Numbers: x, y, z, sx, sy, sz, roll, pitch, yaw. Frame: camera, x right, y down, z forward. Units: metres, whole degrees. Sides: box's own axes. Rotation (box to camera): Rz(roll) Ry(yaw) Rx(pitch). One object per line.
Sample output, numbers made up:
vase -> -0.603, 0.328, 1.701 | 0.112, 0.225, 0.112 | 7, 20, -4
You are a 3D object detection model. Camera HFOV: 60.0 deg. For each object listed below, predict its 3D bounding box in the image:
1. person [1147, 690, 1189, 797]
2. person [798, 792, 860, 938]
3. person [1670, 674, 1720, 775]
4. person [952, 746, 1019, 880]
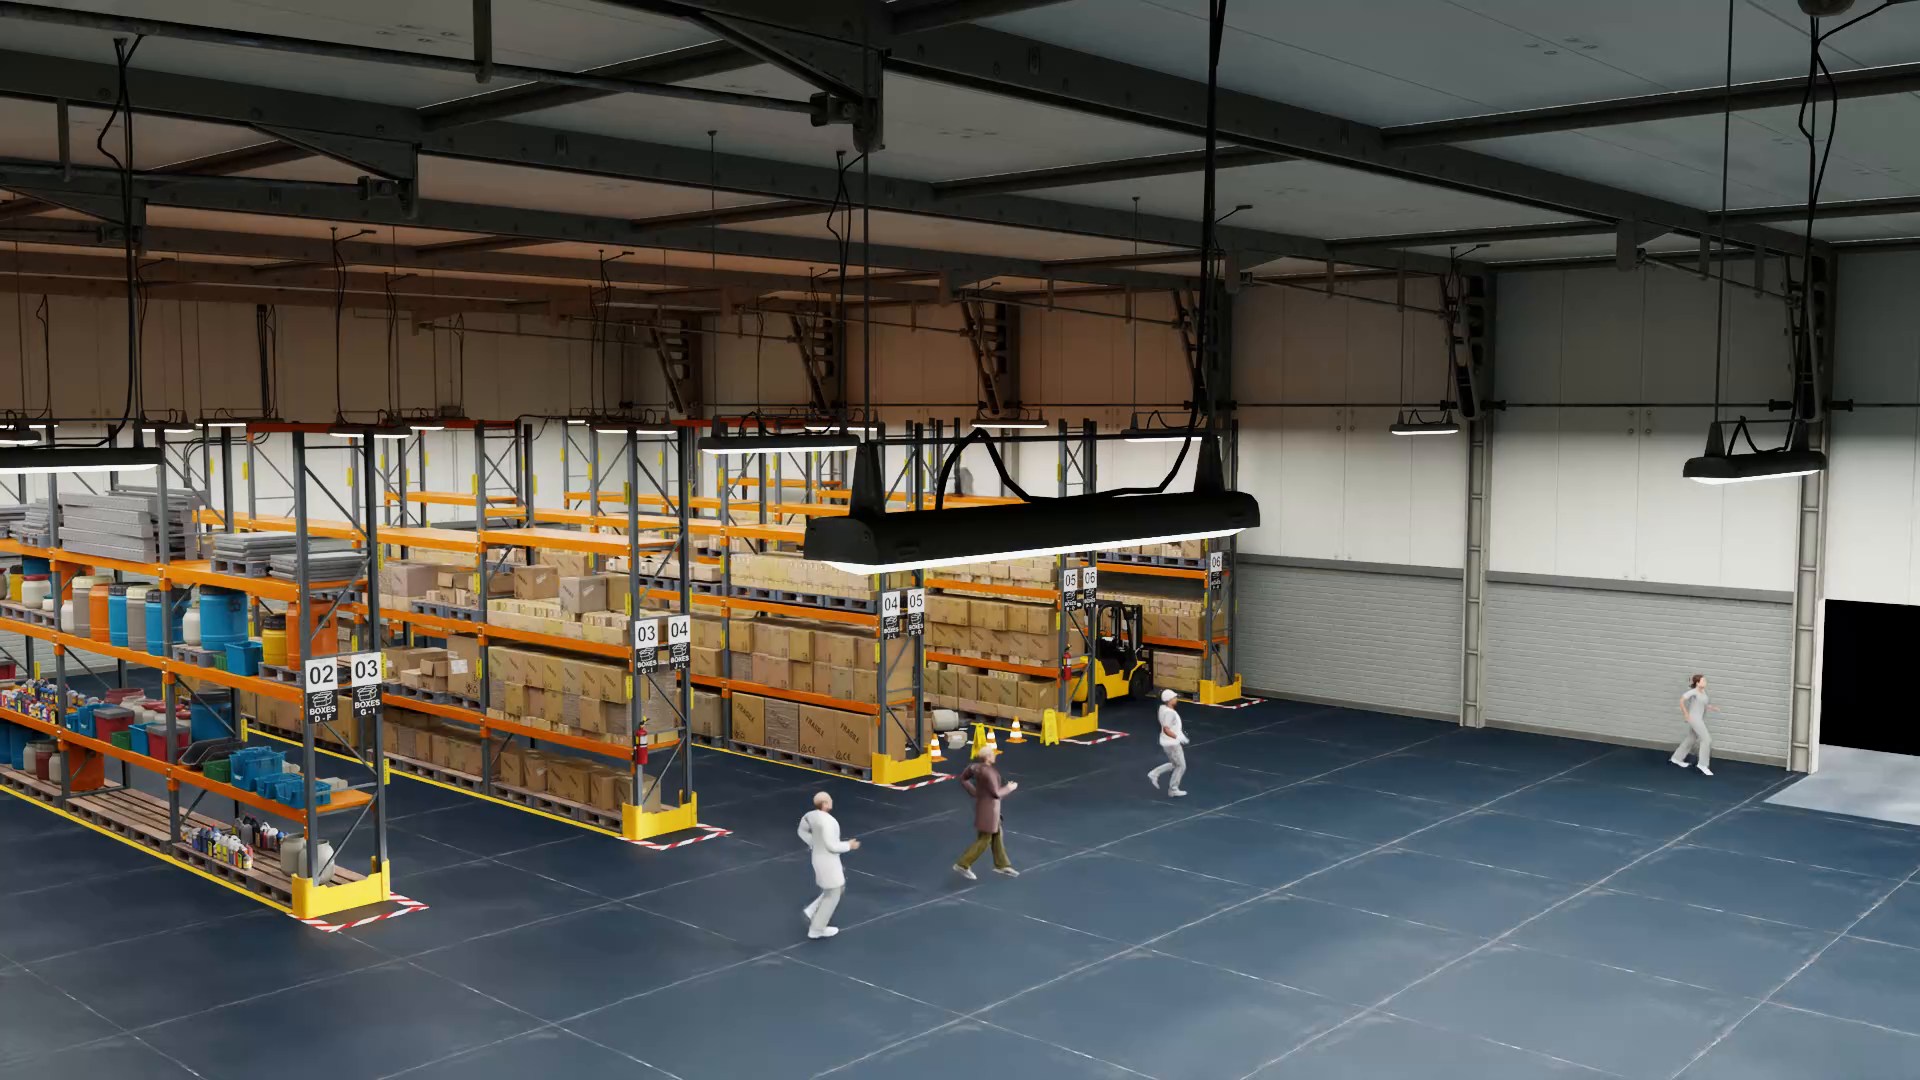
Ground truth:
person -> 3.356, 3.274, 26.817 | 0.634, 1.732, 0.682 | 0, 5, -1
person -> -1.533, 3.835, 19.775 | 0.634, 1.733, 0.698 | -2, 5, -25
person -> 12.677, 3.164, 28.683 | 0.764, 1.723, 0.553 | 3, 6, 37
person -> 0.354, 3.622, 21.993 | 0.985, 1.808, 0.701 | -2, 5, -18
